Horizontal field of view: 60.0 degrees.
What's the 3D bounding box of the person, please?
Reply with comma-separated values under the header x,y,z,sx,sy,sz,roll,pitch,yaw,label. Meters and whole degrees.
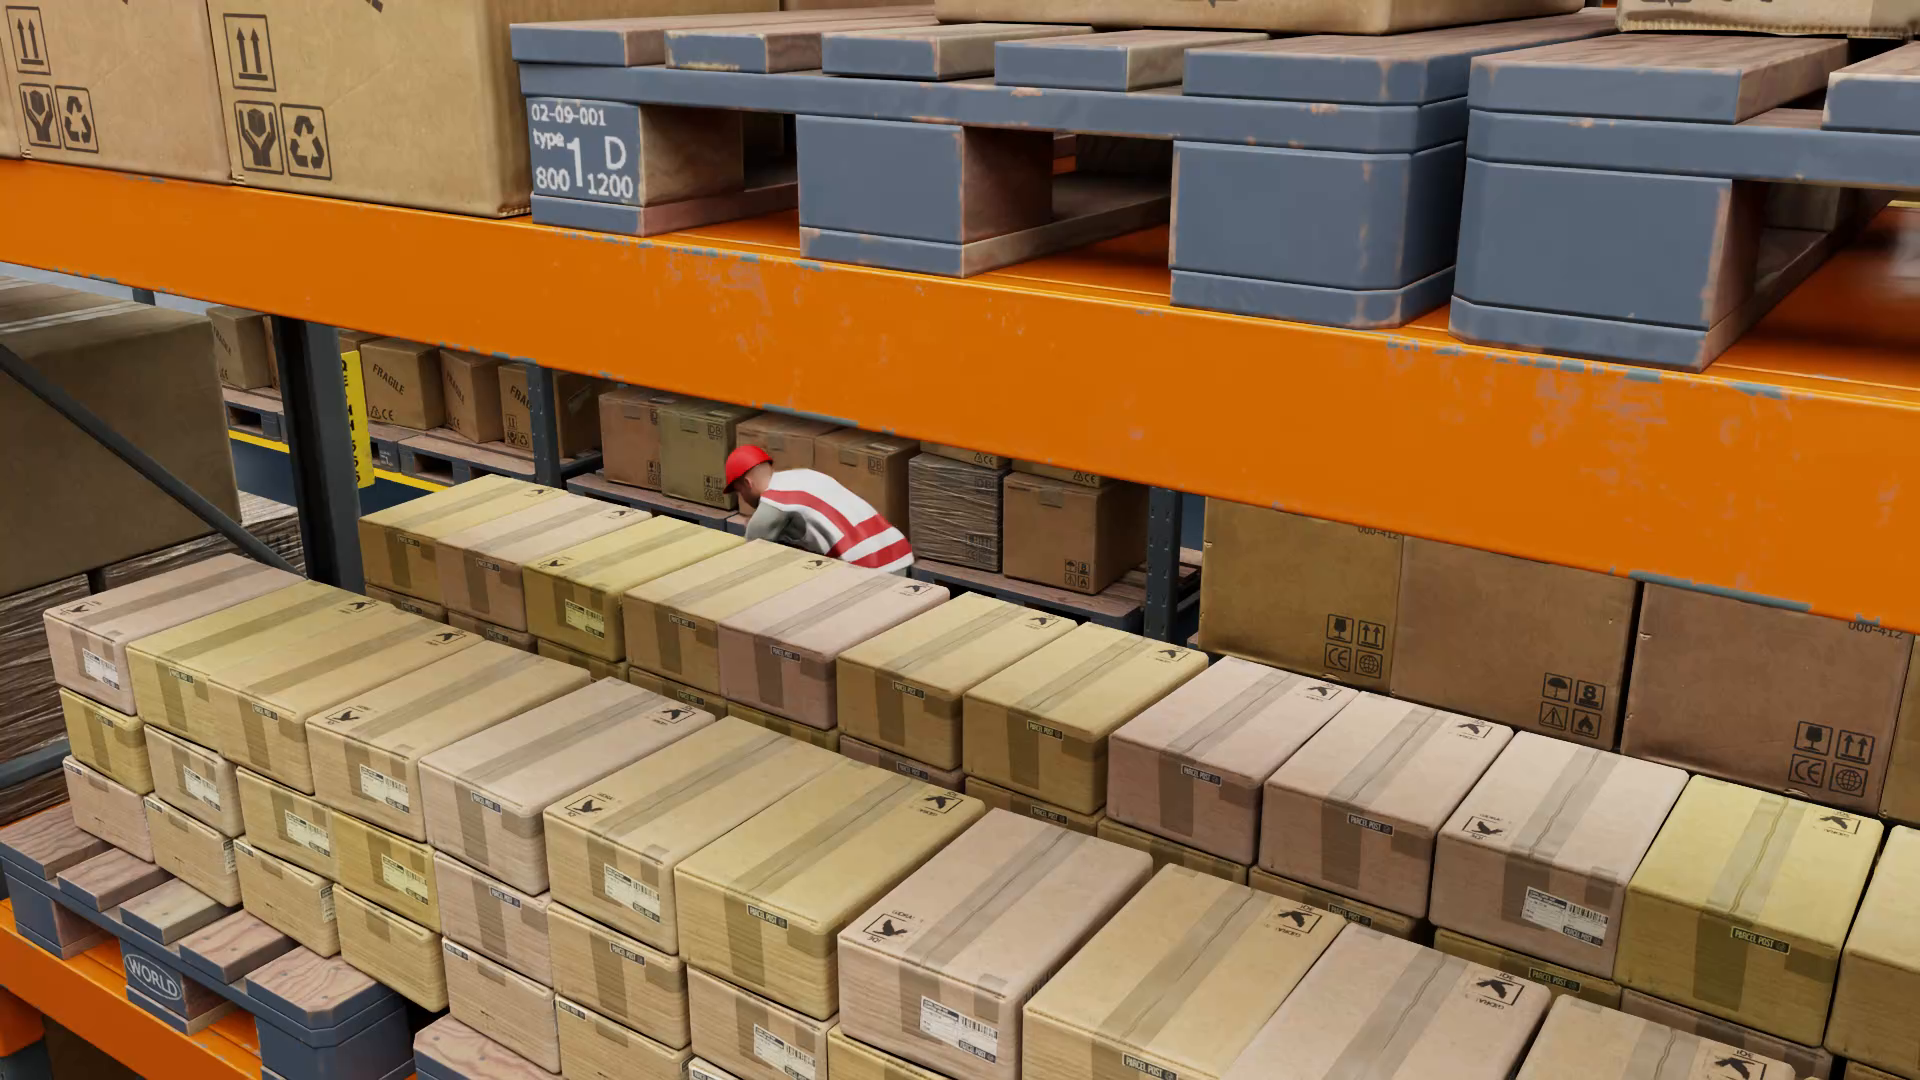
x,y,z,sx,sy,sz,roll,pitch,yaw,label
-0.642,0.128,7.297,0.872,1.040,0.578,13,23,32,person
